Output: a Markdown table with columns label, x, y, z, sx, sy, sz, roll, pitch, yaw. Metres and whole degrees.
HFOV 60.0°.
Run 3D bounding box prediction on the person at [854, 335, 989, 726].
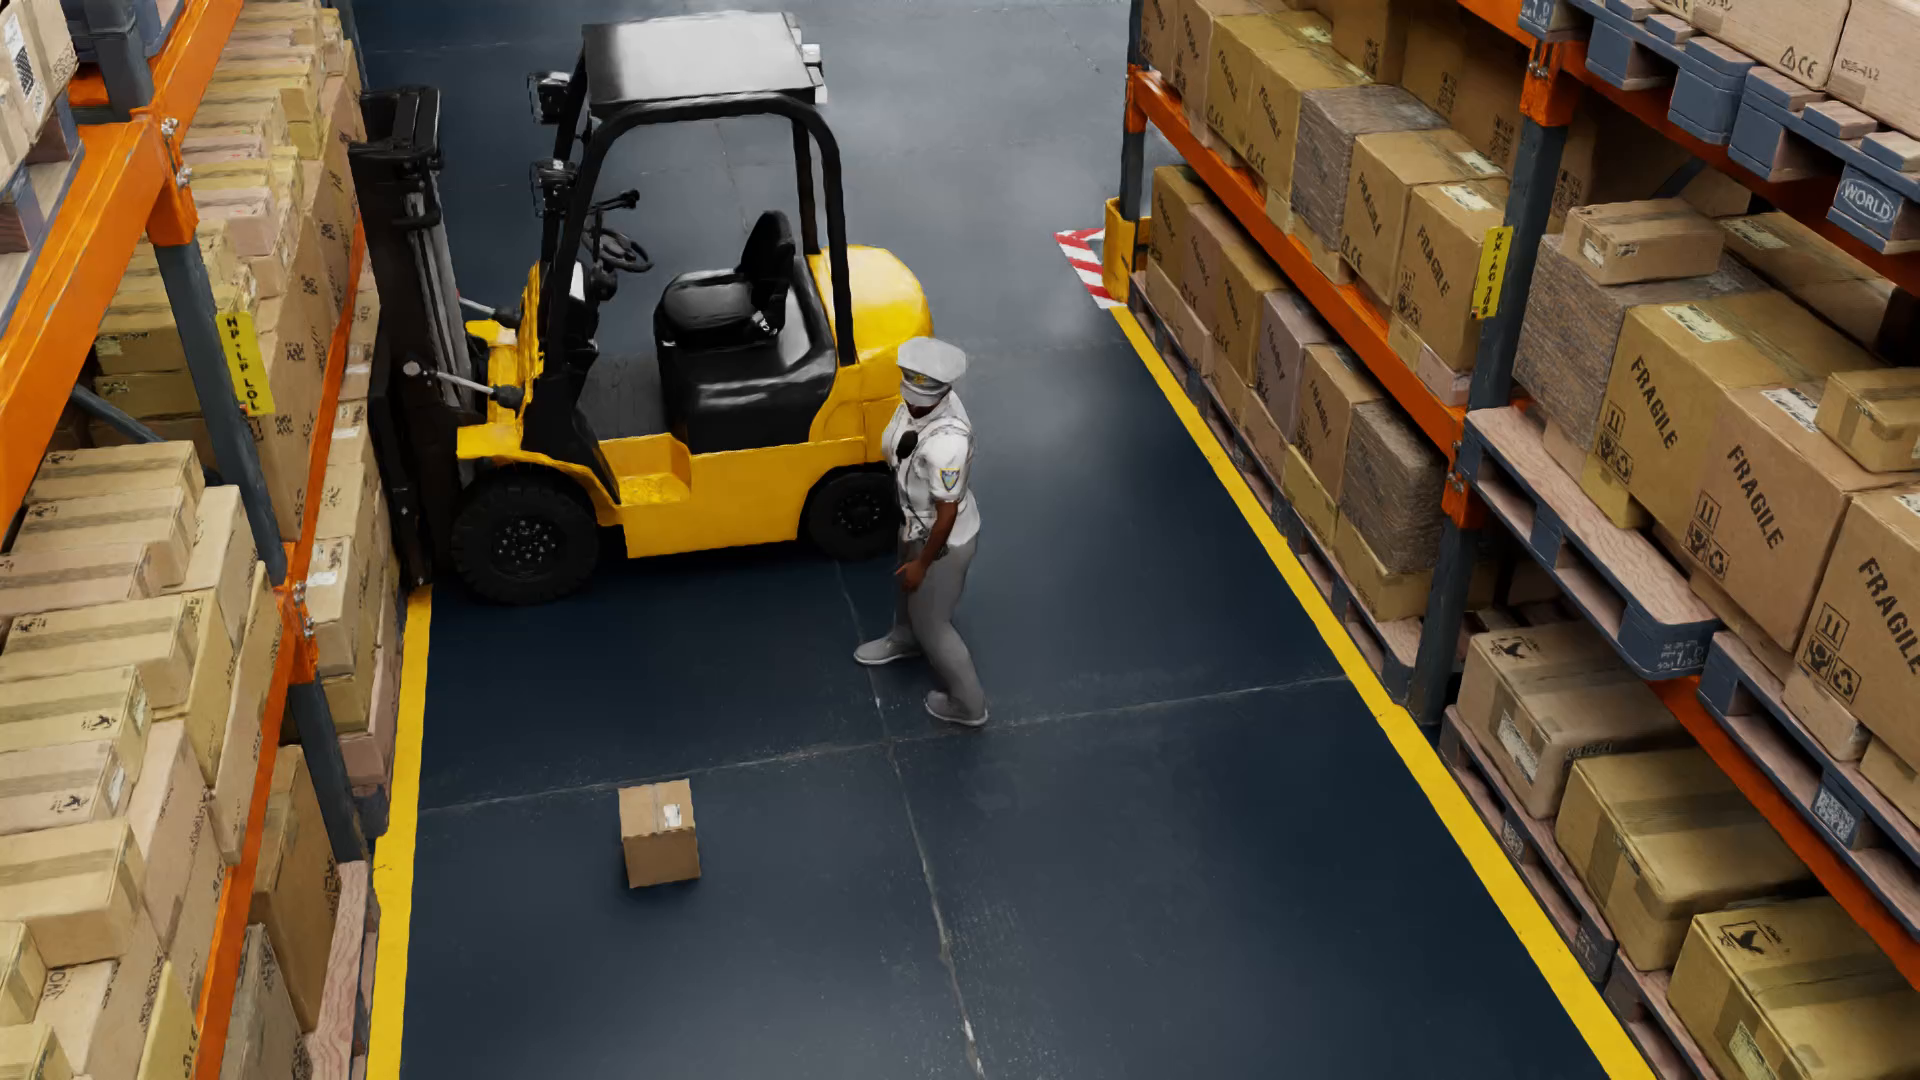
| label | x | y | z | sx | sy | sz | roll | pitch | yaw |
| --- | --- | --- | --- | --- | --- | --- | --- | --- | --- |
| person | -0.167 | -0.051 | 6.248 | 0.506 | 1.652 | 0.596 | -3 | 35 | -4 |
